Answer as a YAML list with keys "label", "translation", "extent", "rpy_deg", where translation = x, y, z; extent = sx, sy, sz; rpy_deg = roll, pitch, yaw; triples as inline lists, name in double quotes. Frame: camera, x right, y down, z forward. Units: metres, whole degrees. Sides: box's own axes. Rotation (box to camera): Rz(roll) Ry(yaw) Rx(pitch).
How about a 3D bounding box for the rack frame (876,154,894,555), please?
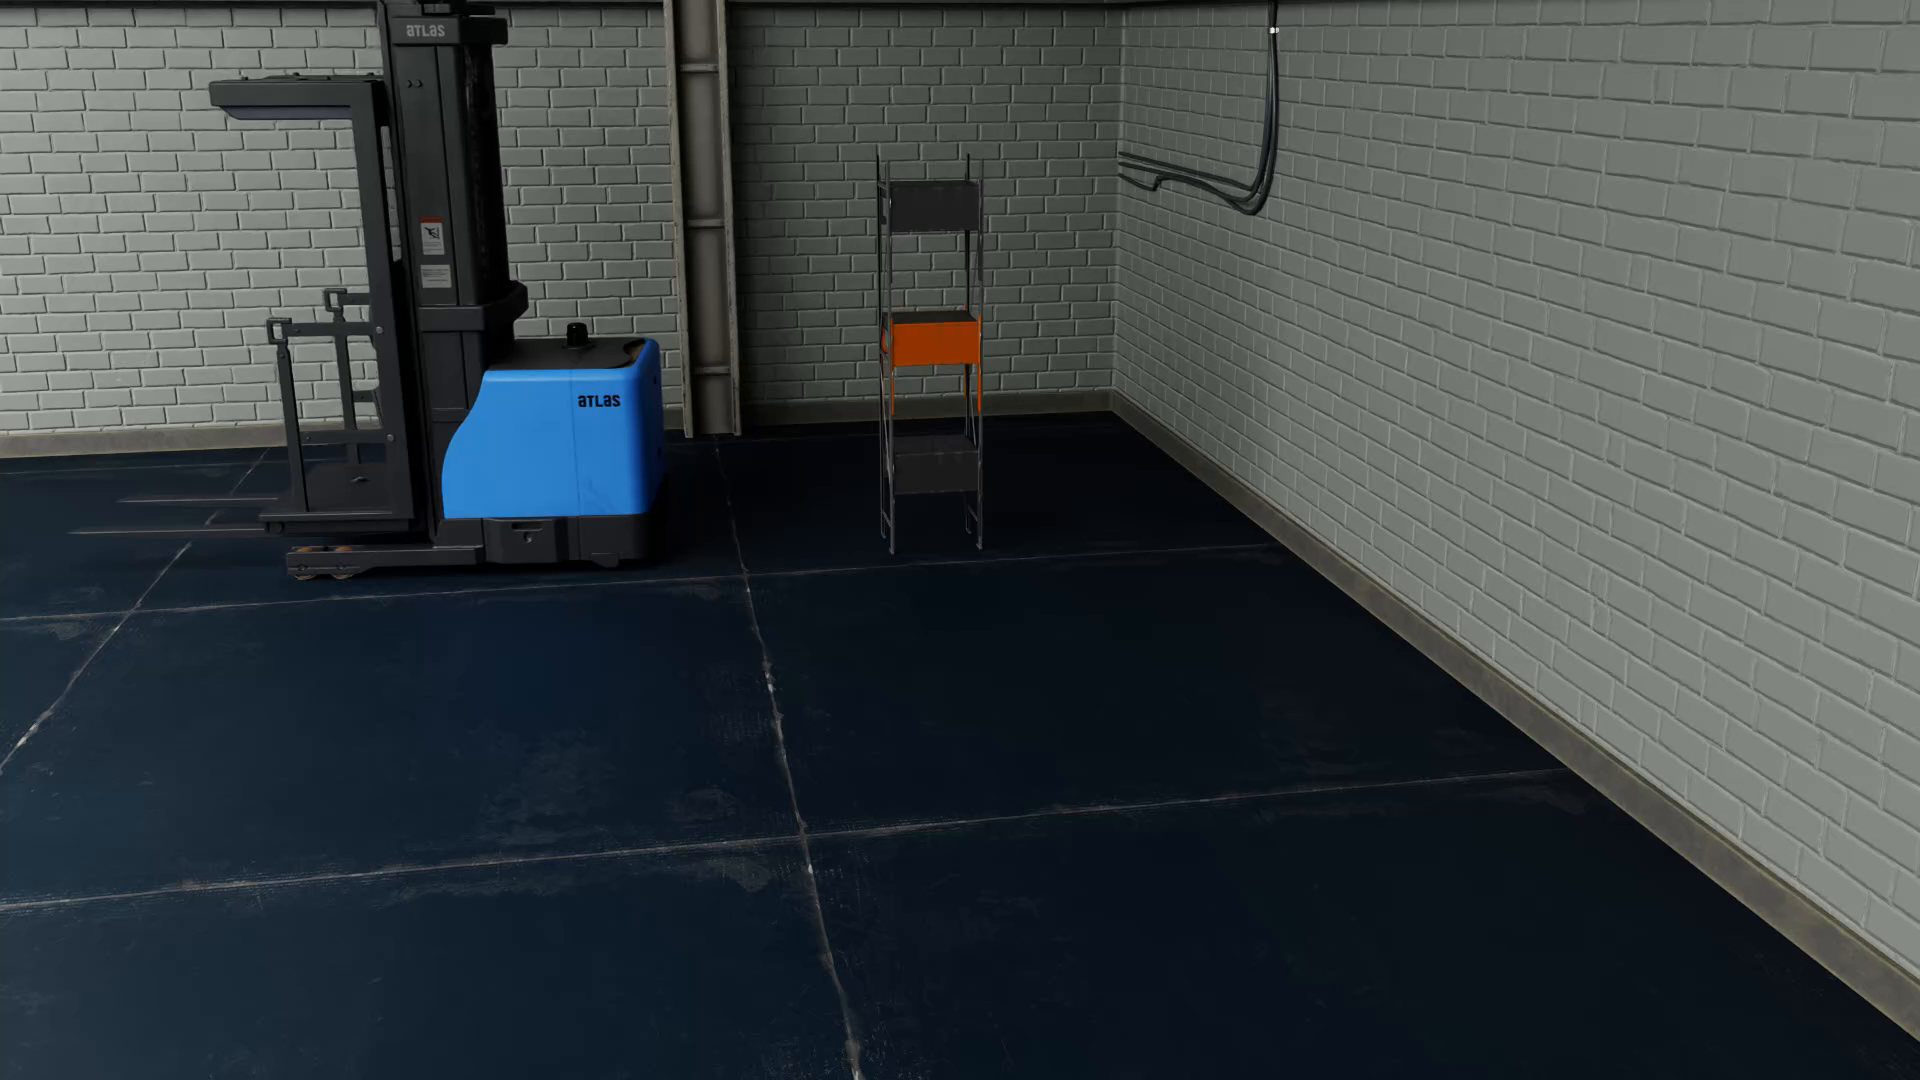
- label: "rack frame"
  translation: [-0.402, -0.981, 8.929]
  extent: [0.015, 2.100, 0.400]
  rpy_deg: [-3, 17, -10]

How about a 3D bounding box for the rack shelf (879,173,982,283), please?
- label: "rack shelf"
  translation: [-0.163, -1.651, 8.772]
  extent: [0.480, 0.518, 0.431]
  rpy_deg: [-3, 17, -10]

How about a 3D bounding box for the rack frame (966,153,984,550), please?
- label: "rack frame"
  translation: [0.077, -1.008, 9.018]
  extent: [0.015, 2.100, 0.400]
  rpy_deg: [-3, 17, -10]

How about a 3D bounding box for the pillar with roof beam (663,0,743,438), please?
- label: "pillar with roof beam"
  translation: [-0.940, -3.832, 6.463]
  extent: [0.400, 9.000, 9.100]
  rpy_deg: [-3, 17, -10]

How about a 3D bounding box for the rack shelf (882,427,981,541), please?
- label: "rack shelf"
  translation: [-0.163, -0.312, 9.183]
  extent: [0.480, 0.518, 0.431]
  rpy_deg: [-3, 17, -10]

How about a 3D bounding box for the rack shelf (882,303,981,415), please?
- label: "rack shelf"
  translation: [-0.163, -0.981, 8.978]
  extent: [0.480, 0.518, 0.431]
  rpy_deg: [-3, 17, -10]

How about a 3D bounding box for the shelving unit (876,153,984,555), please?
- label: "shelving unit"
  translation: [-0.163, -0.995, 8.974]
  extent: [0.503, 2.100, 0.431]
  rpy_deg: [-3, 17, -10]

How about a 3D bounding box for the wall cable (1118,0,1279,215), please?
- label: "wall cable"
  translation: [1.387, -3.372, 10.252]
  extent: [0.112, 2.526, 3.097]
  rpy_deg: [-3, 17, -10]

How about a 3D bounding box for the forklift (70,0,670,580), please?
- label: "forklift"
  translation: [-3.160, -1.354, 8.729]
  extent: [3.031, 2.935, 1.130]
  rpy_deg: [-1, 17, -4]
